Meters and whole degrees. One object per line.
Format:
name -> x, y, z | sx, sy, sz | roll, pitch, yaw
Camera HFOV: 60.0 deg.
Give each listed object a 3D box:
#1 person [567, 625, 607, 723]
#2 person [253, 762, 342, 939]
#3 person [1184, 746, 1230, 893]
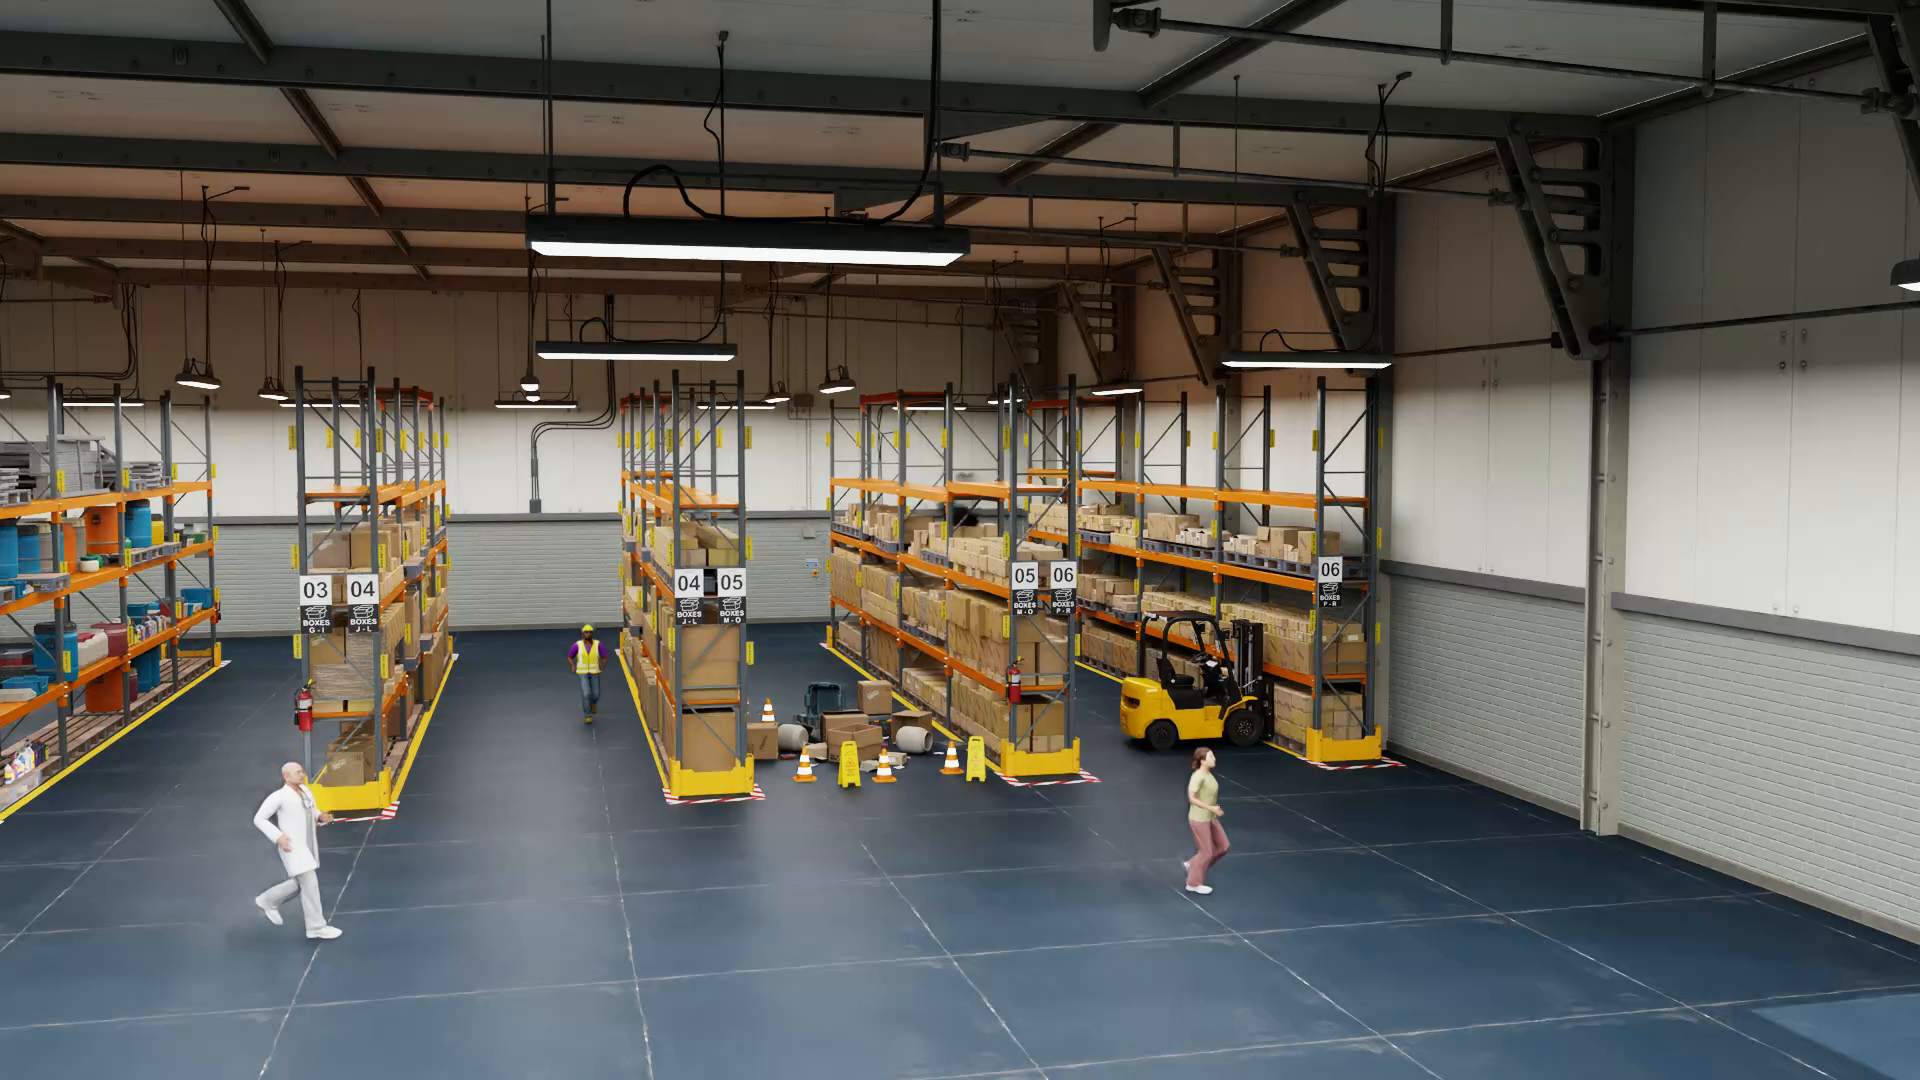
person -> -6.630, 2.374, 29.636 | 0.704, 1.723, 0.662 | -1, 4, -18
person -> -6.692, 3.206, 16.745 | 1.020, 1.559, 0.715 | 1, 3, 12
person -> 2.702, 3.086, 18.339 | 0.530, 1.633, 0.592 | 2, 4, 28
